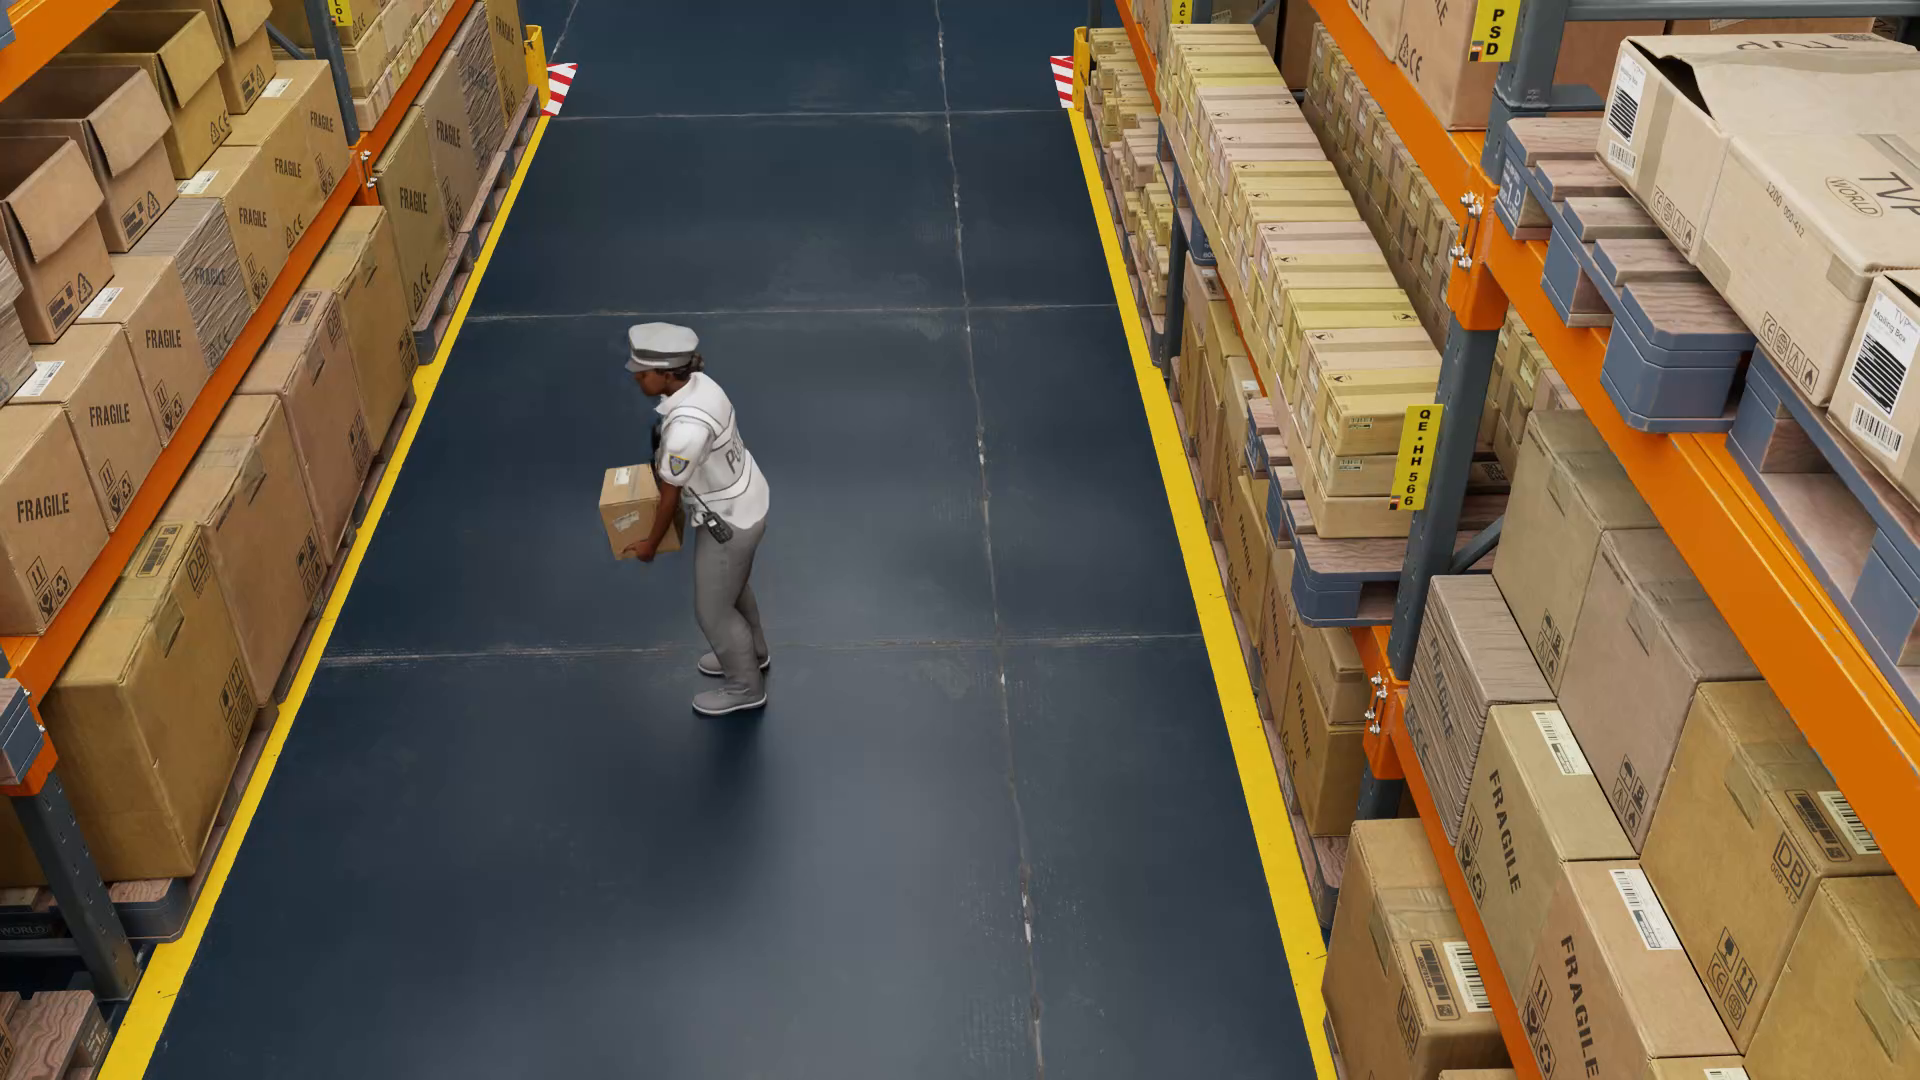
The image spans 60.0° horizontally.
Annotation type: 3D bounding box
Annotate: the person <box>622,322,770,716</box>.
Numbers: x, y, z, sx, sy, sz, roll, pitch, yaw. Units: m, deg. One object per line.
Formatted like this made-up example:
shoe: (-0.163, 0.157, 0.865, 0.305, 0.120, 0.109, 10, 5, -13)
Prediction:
person: (-0.989, -0.068, 6.266, 0.552, 1.645, 0.415, -2, 36, -3)
